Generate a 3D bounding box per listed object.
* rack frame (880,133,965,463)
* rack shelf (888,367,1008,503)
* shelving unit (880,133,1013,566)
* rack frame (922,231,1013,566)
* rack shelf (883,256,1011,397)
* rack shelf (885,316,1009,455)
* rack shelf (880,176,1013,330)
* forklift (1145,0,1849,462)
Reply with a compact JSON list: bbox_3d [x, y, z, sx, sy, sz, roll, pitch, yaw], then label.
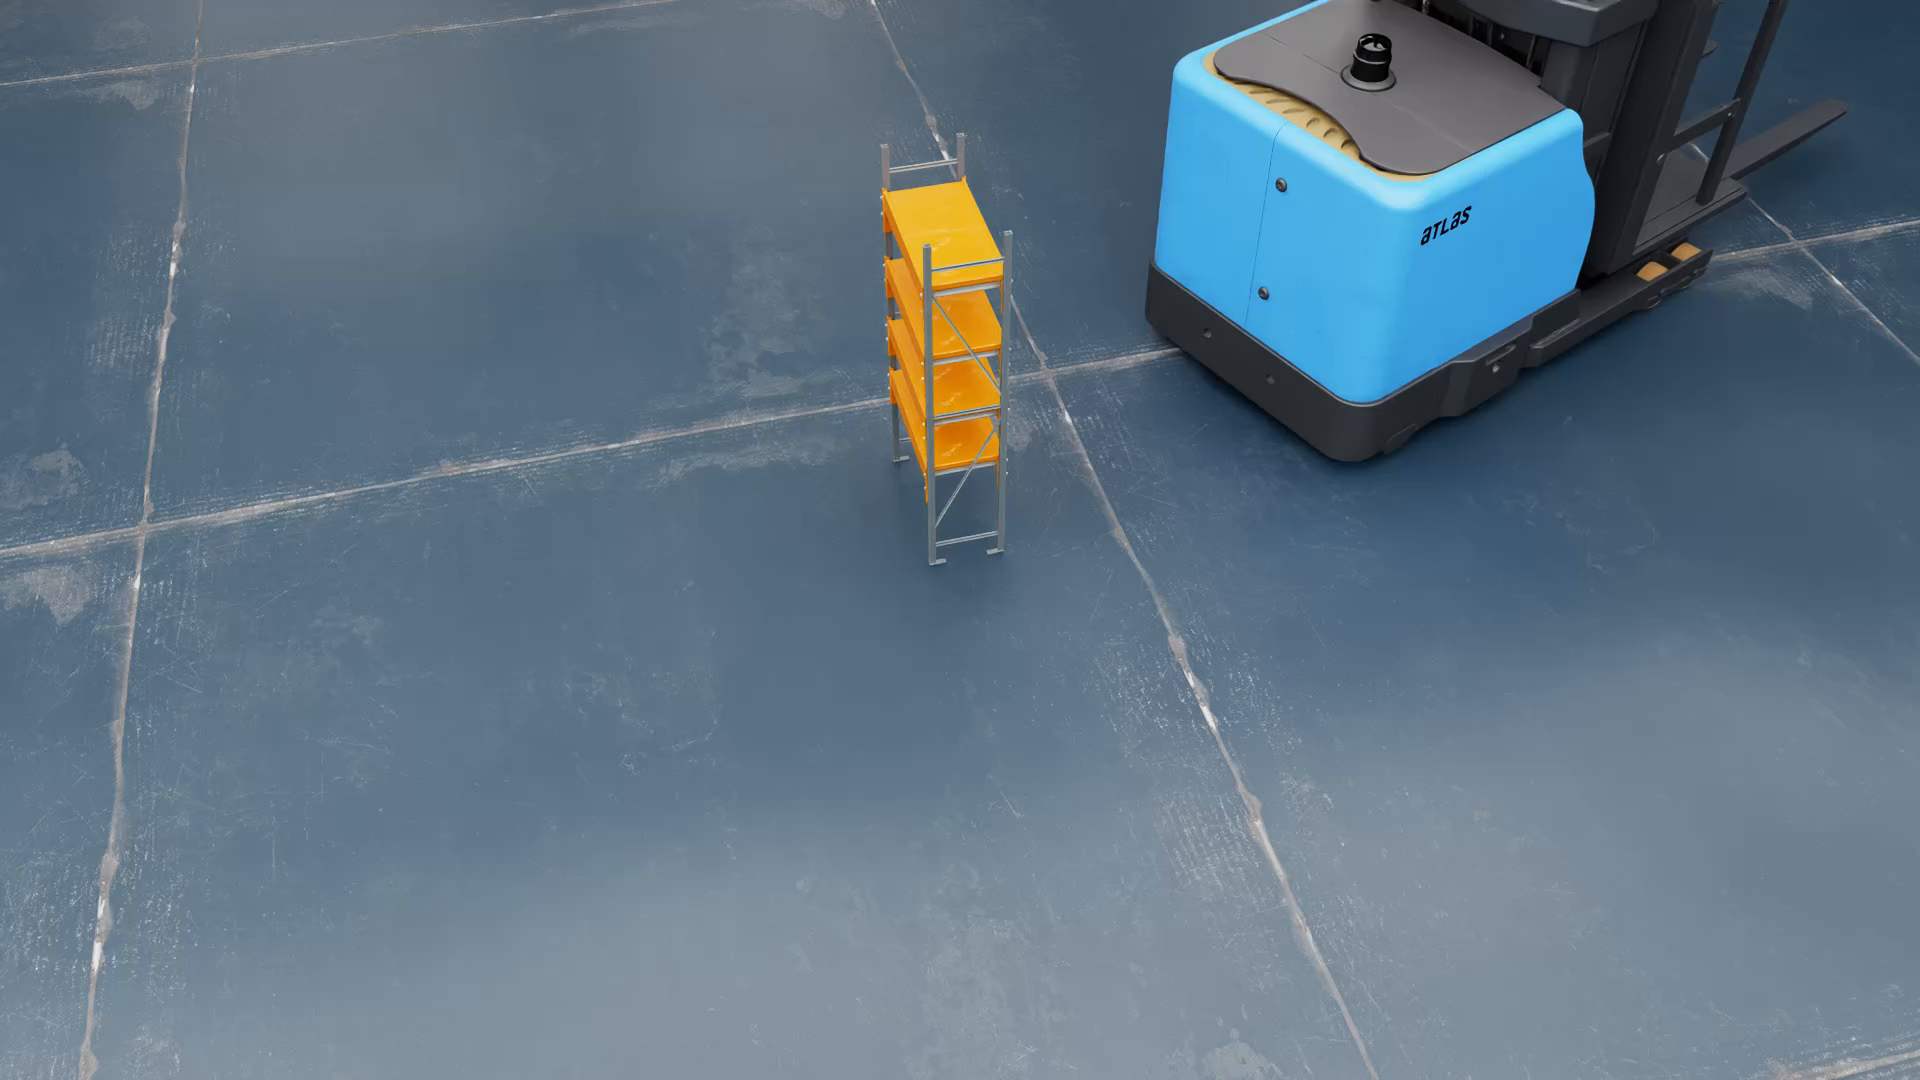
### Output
[{"bbox_3d":[-0.105,-0.703,5.099,0.240,1.200,0.015,-11,47,-10],"label":"rack frame"},{"bbox_3d":[-0.042,-0.348,5.123,0.258,0.148,0.480,-11,47,-10],"label":"rack shelf"},{"bbox_3d":[-0.042,-0.534,4.933,0.258,1.200,0.503,-11,47,-10],"label":"shelving unit"},{"bbox_3d":[0.020,-0.366,4.768,0.240,1.200,0.015,-11,47,-10],"label":"rack frame"},{"bbox_3d":[-0.042,-0.644,4.822,0.258,0.148,0.480,-11,47,-10],"label":"rack shelf"},{"bbox_3d":[-0.042,-0.487,4.982,0.258,0.148,0.480,-11,47,-10],"label":"rack shelf"},{"bbox_3d":[-0.042,-0.809,4.653,0.258,0.148,0.480,-11,47,-10],"label":"rack shelf"},{"bbox_3d":[2.142,-2.147,5.302,3.031,2.935,1.130,-28,52,-25],"label":"forklift"}]
